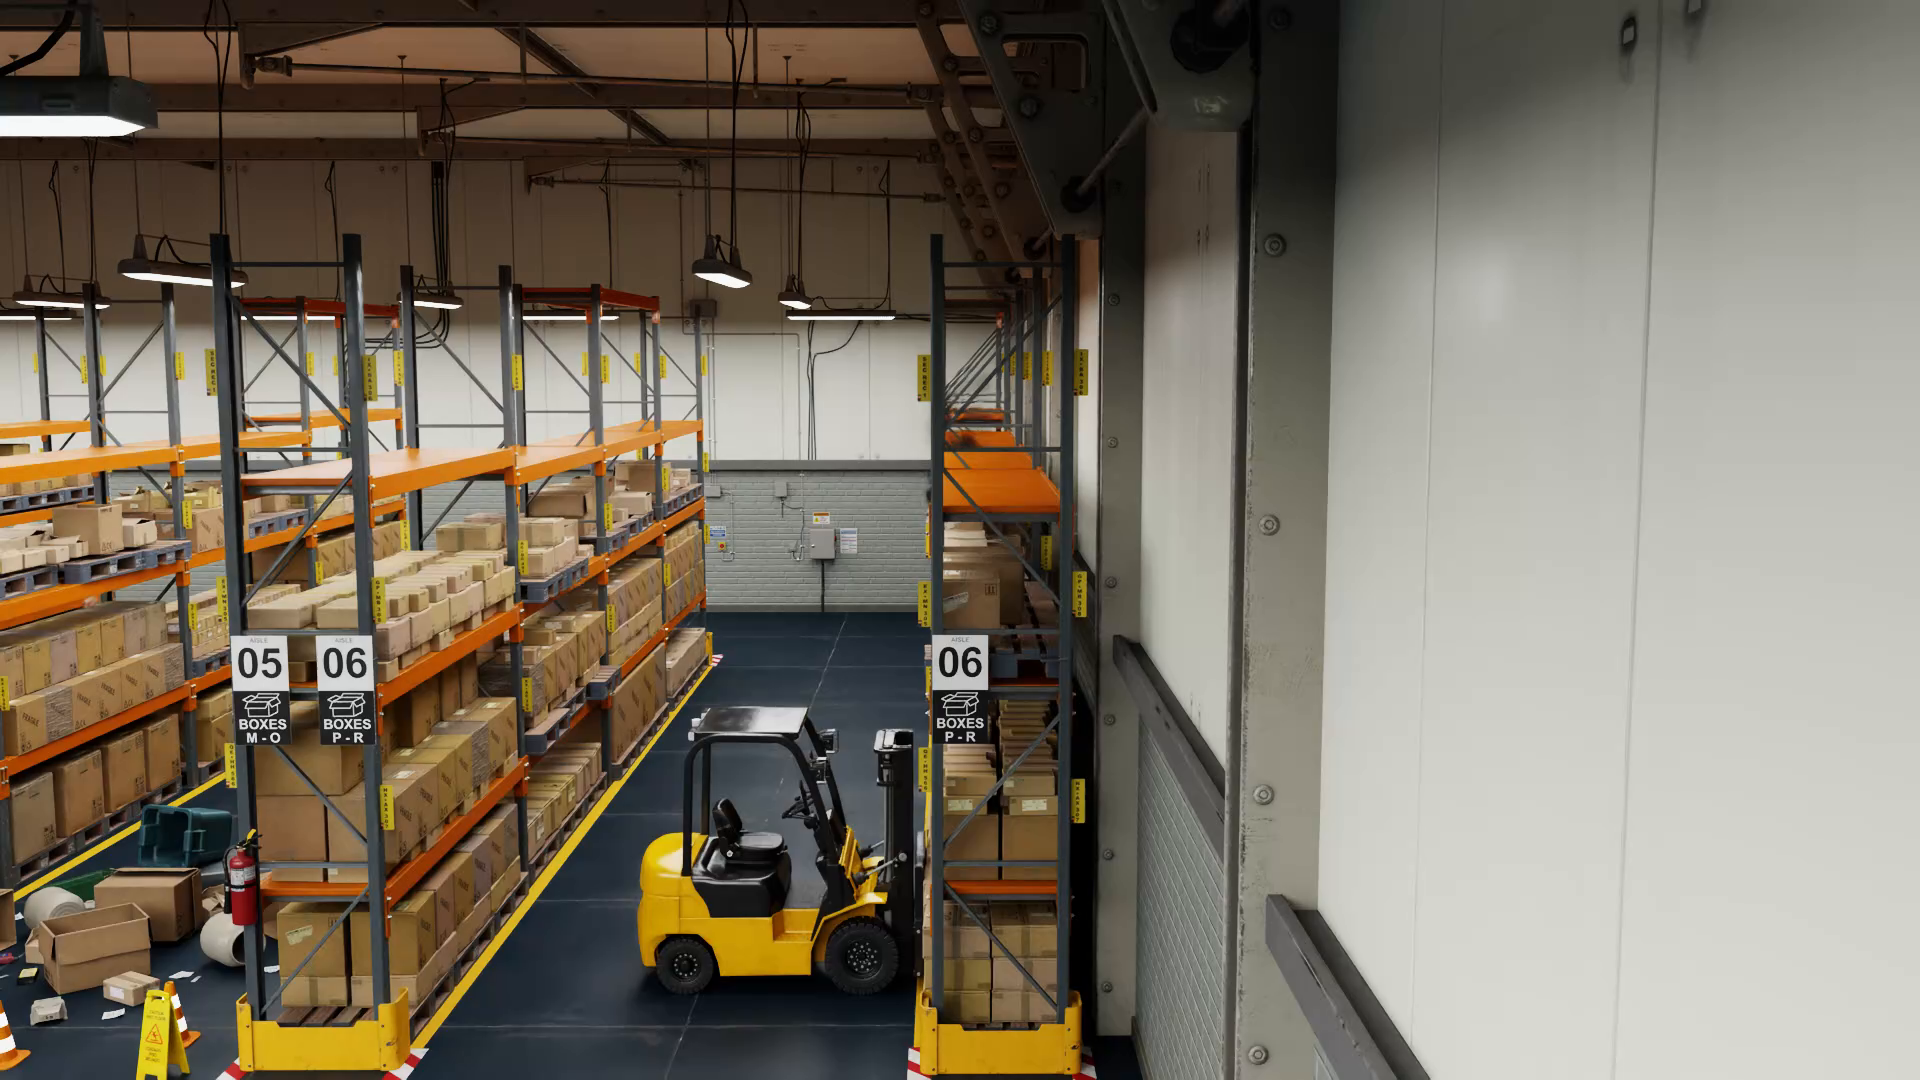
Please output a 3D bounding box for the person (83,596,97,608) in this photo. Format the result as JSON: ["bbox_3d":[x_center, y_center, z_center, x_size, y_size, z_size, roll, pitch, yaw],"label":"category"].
[{"bbox_3d":[-12.325,1.712,23.606,0.714,1.668,1.034,0,6,-4],"label":"person"}]
